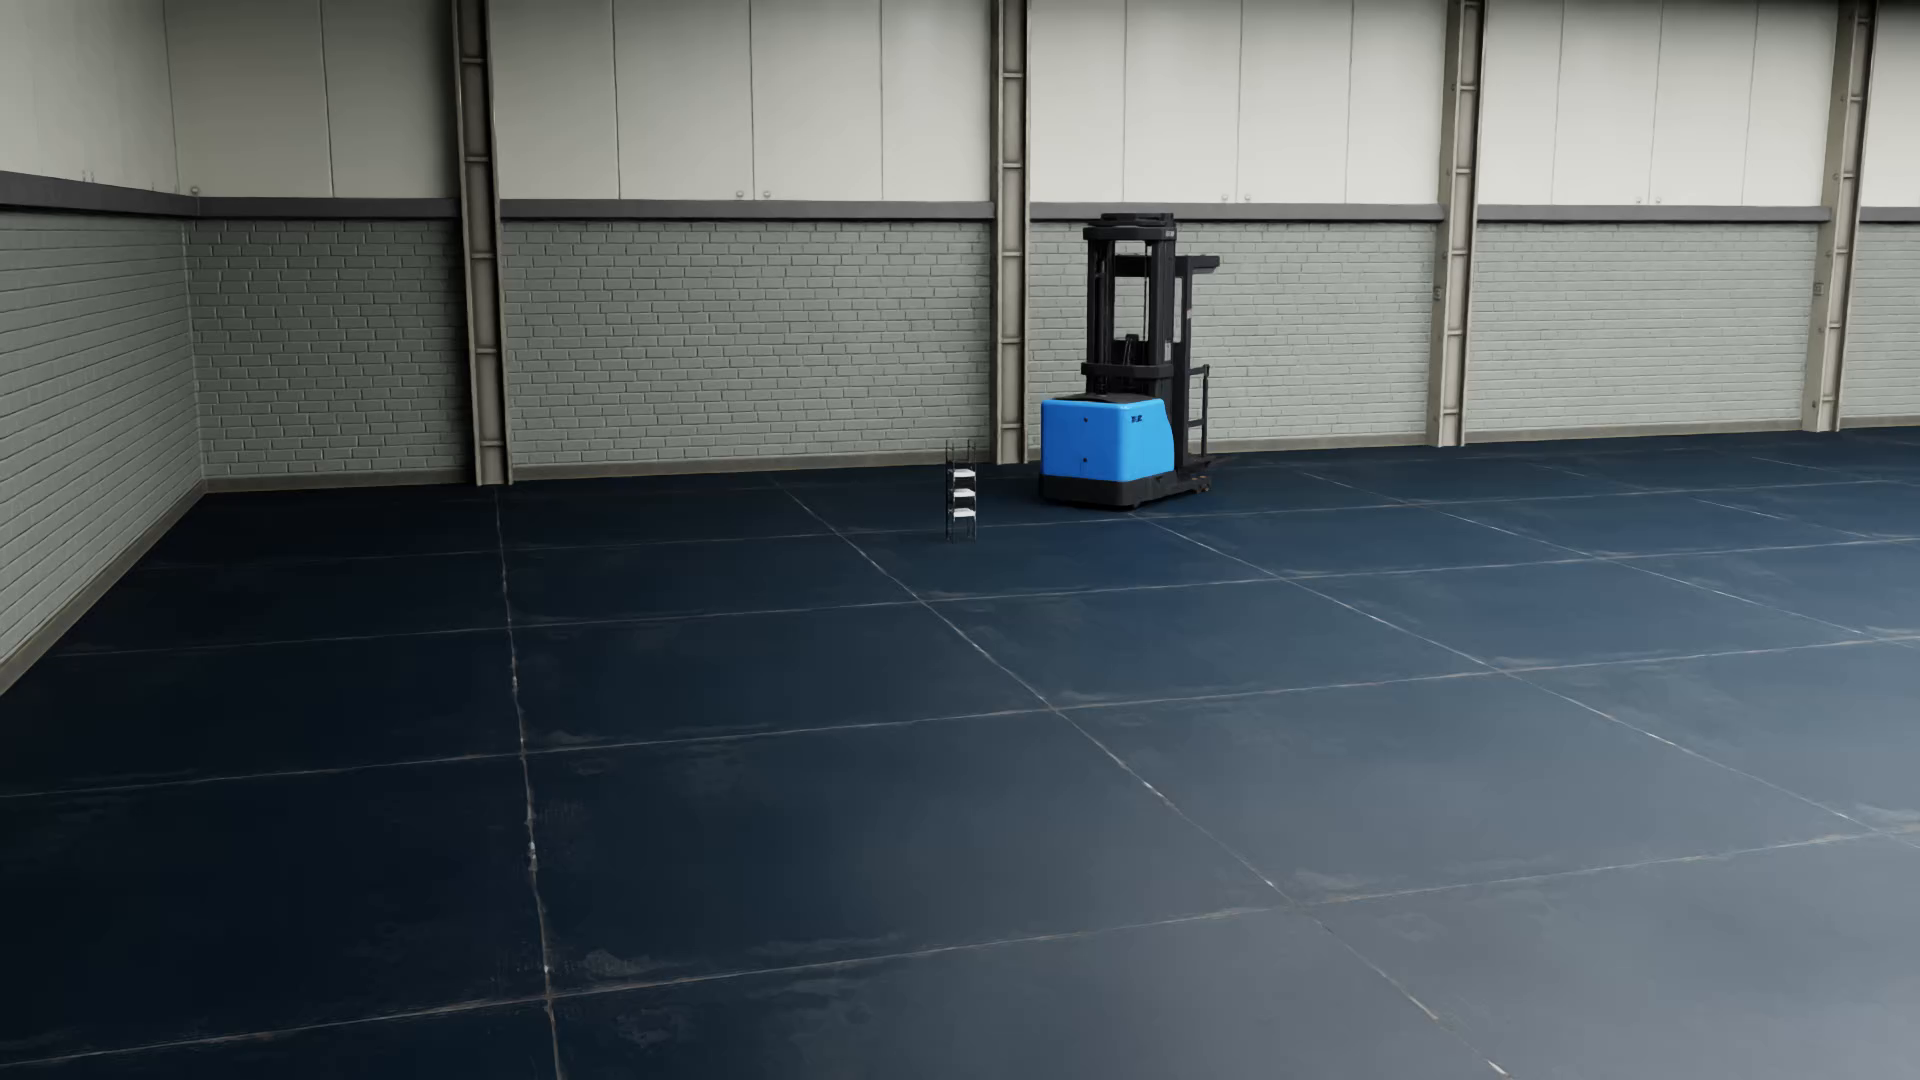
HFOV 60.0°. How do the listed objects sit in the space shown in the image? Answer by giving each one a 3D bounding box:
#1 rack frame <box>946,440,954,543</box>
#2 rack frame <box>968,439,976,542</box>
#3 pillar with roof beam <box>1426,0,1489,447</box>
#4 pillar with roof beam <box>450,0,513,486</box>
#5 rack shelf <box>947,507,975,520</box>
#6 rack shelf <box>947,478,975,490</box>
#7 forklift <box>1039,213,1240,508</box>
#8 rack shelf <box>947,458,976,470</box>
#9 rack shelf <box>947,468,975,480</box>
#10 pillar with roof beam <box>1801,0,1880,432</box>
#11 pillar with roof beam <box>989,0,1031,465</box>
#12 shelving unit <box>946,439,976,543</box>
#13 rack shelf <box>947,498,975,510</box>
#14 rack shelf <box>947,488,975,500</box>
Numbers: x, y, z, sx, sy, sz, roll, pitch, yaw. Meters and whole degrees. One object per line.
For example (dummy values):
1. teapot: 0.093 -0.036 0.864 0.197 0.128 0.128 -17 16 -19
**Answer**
1. rack frame: -0.090 -0.438 14.939 0.006 0.900 0.240 -3 11 -16
2. rack frame: 0.105 -0.448 14.995 0.006 0.900 0.240 -3 11 -16
3. pillar with roof beam: 7.552 -4.917 16.899 0.400 9.000 9.100 -3 11 -16
4. pillar with roof beam: -3.970 -4.309 13.601 0.400 9.000 9.100 -3 11 -16
5. rack shelf: 0.008 -0.233 15.006 0.200 0.077 0.258 -3 11 -16
6. rack shelf: 0.008 -0.499 14.957 0.200 0.077 0.258 -3 11 -16
7. forklift: 2.060 -1.983 17.721 1.130 2.935 3.031 7 13 34
8. rack shelf: 0.008 -0.676 14.924 0.200 0.077 0.258 -3 11 -16
9. rack shelf: 0.008 -0.587 14.941 0.200 0.077 0.258 -3 11 -16
10. pillar with roof beam: 13.313 -5.220 18.548 0.400 9.000 9.100 -3 11 -16
11. pillar with roof beam: 1.791 -4.613 15.250 0.400 9.000 9.100 -3 11 -16
12. shelving unit: 0.008 -0.443 14.967 0.210 0.900 0.258 -3 11 -16
13. rack shelf: 0.008 -0.322 14.990 0.200 0.077 0.258 -3 11 -16
14. rack shelf: 0.008 -0.410 14.973 0.200 0.077 0.258 -3 11 -16
